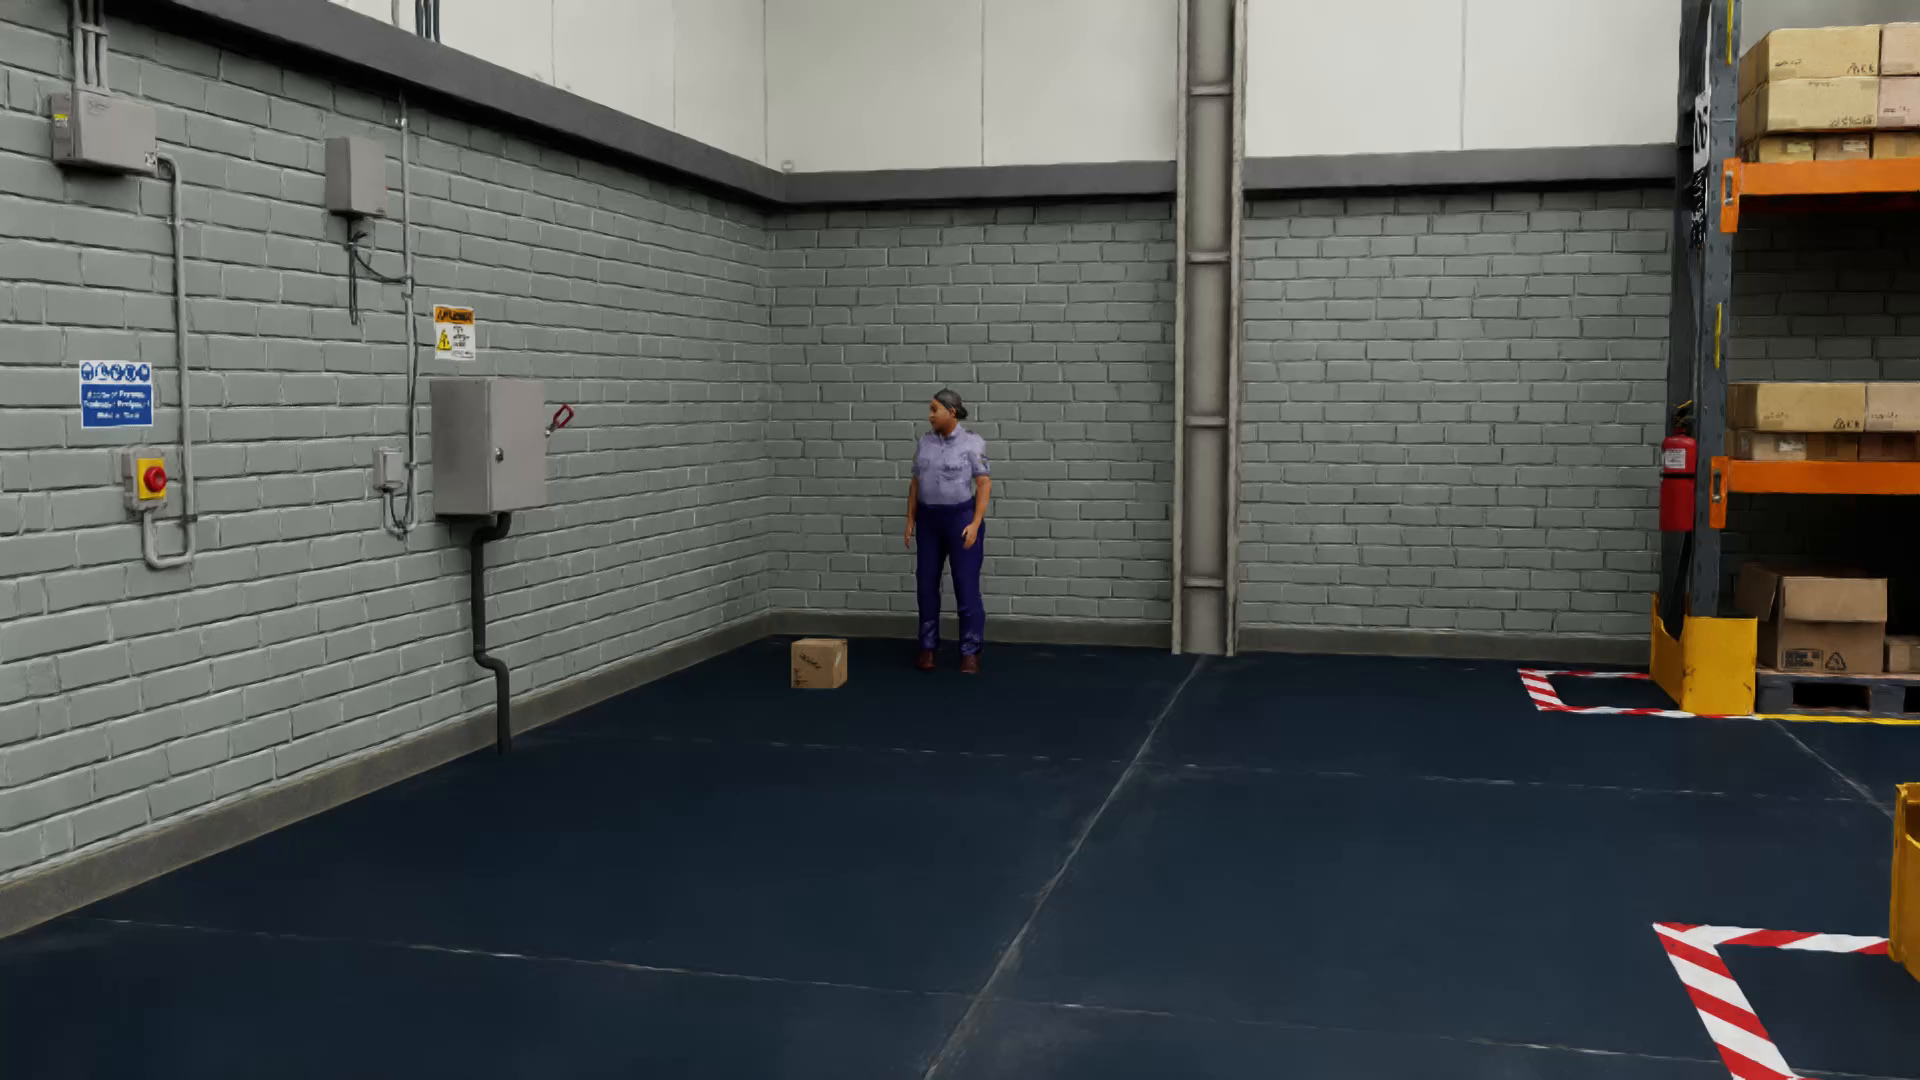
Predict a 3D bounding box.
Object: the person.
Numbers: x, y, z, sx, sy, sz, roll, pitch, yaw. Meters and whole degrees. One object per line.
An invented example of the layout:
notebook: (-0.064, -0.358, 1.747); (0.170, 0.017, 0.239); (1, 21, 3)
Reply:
person: (-0.078, -0.046, 9.932); (0.529, 1.679, 0.399); (3, 6, 27)
